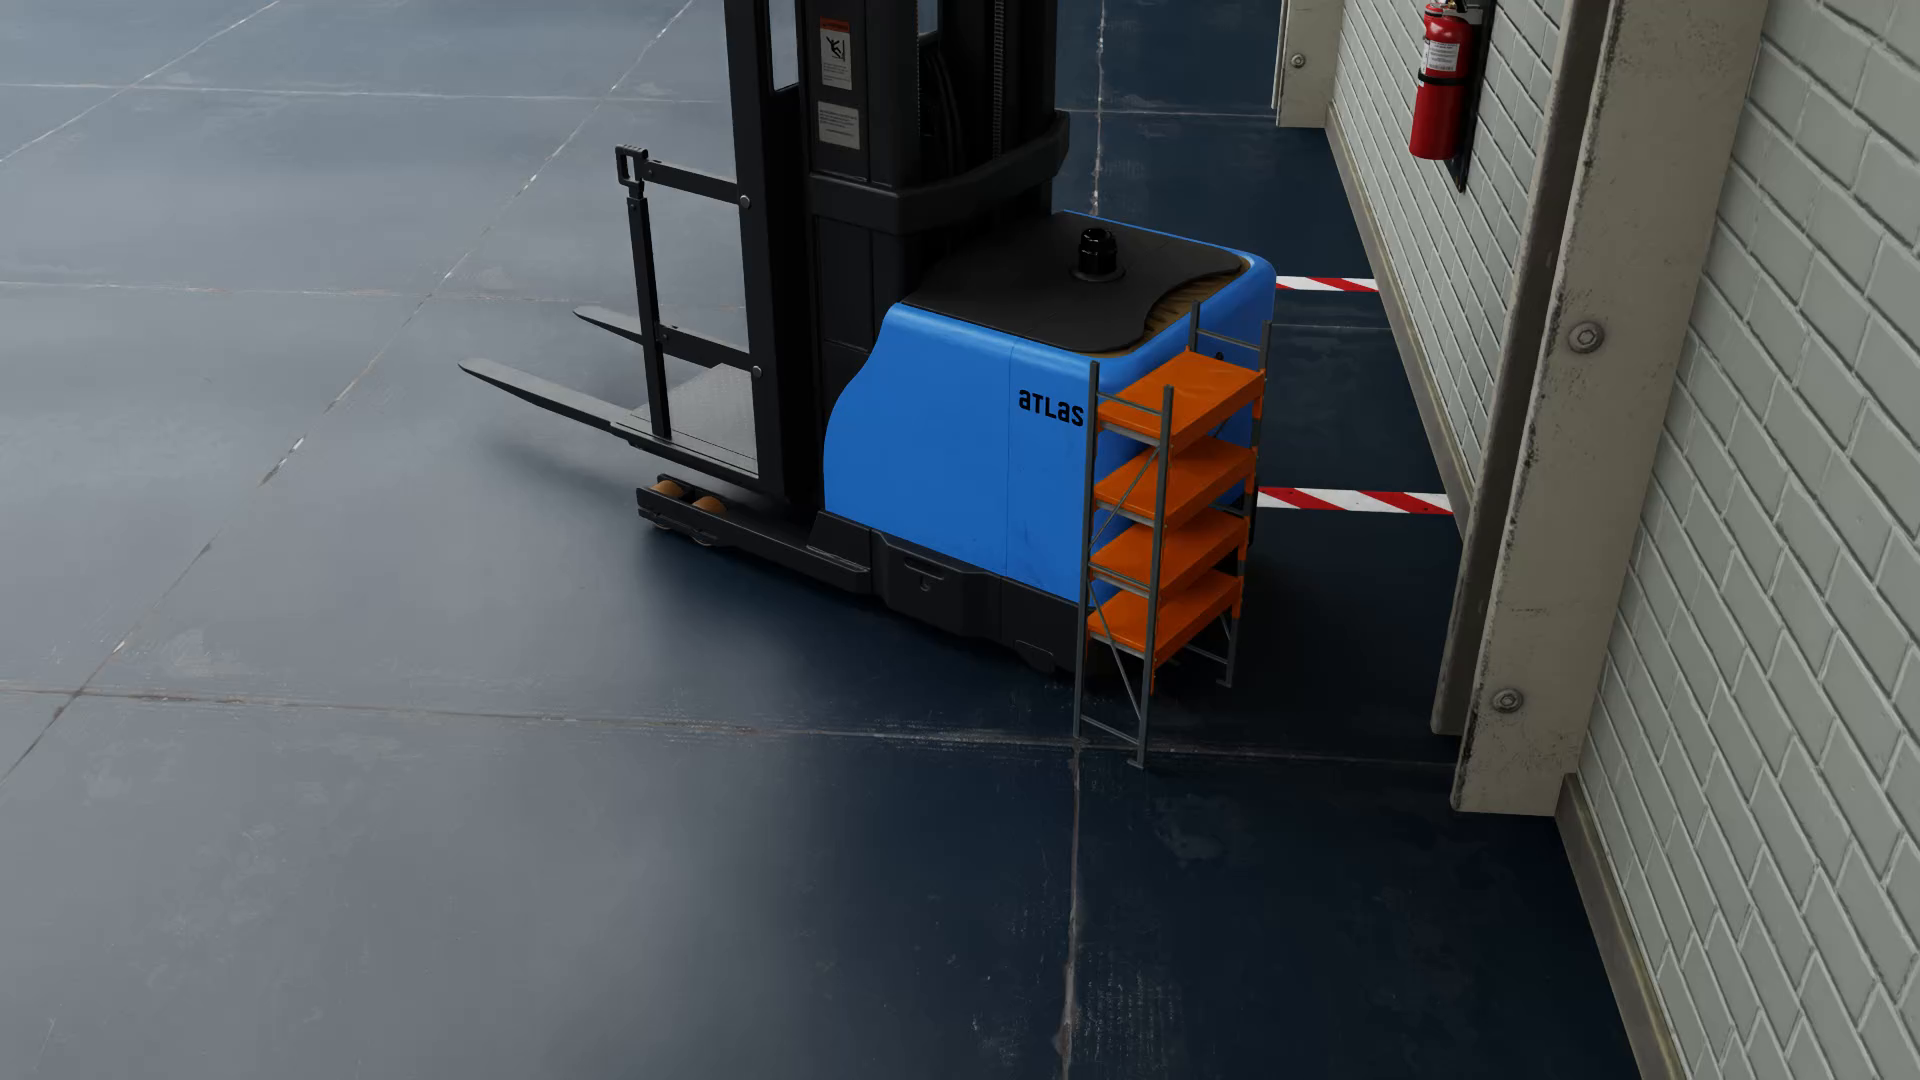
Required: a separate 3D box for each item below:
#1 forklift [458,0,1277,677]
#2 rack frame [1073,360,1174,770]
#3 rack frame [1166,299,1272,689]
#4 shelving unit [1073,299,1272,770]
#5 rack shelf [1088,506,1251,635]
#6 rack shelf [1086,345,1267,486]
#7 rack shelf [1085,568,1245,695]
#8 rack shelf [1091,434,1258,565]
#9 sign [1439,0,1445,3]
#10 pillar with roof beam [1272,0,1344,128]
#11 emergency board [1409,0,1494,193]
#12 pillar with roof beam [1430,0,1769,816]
[{"bbox_3d":[-0.512,-1.434,5.283,3.031,2.935,1.130,20,37,29],"label":"forklift"},{"bbox_3d":[0.426,0.098,4.447,0.240,1.200,0.015,22,38,32],"label":"rack frame"},{"bbox_3d":[0.728,-0.103,4.774,0.240,1.200,0.015,22,38,32],"label":"rack frame"},{"bbox_3d":[0.577,-0.003,4.611,0.258,1.200,0.503,22,38,32],"label":"shelving unit"},{"bbox_3d":[0.577,0.055,4.646,0.258,0.148,0.480,22,38,32],"label":"rack shelf"},{"bbox_3d":[0.577,-0.337,4.404,0.258,0.148,0.480,22,38,32],"label":"rack shelf"},{"bbox_3d":[0.577,0.224,4.750,0.258,0.148,0.480,22,38,32],"label":"rack shelf"},{"bbox_3d":[0.577,-0.136,4.529,0.258,0.148,0.480,22,38,32],"label":"rack shelf"},{"bbox_3d":[1.905,-2.225,6.467,0.001,0.329,0.234,2,32,4],"label":"sign"},{"bbox_3d":[-2.284,-6.509,7.735,9.100,9.000,0.400,2,32,4],"label":"pillar with roof beam"},{"bbox_3d":[1.758,-1.925,6.014,0.194,1.169,0.643,2,32,4],"label":"emergency board"},{"bbox_3d":[-2.772,-3.372,2.644,9.100,9.000,0.400,2,32,4],"label":"pillar with roof beam"}]
